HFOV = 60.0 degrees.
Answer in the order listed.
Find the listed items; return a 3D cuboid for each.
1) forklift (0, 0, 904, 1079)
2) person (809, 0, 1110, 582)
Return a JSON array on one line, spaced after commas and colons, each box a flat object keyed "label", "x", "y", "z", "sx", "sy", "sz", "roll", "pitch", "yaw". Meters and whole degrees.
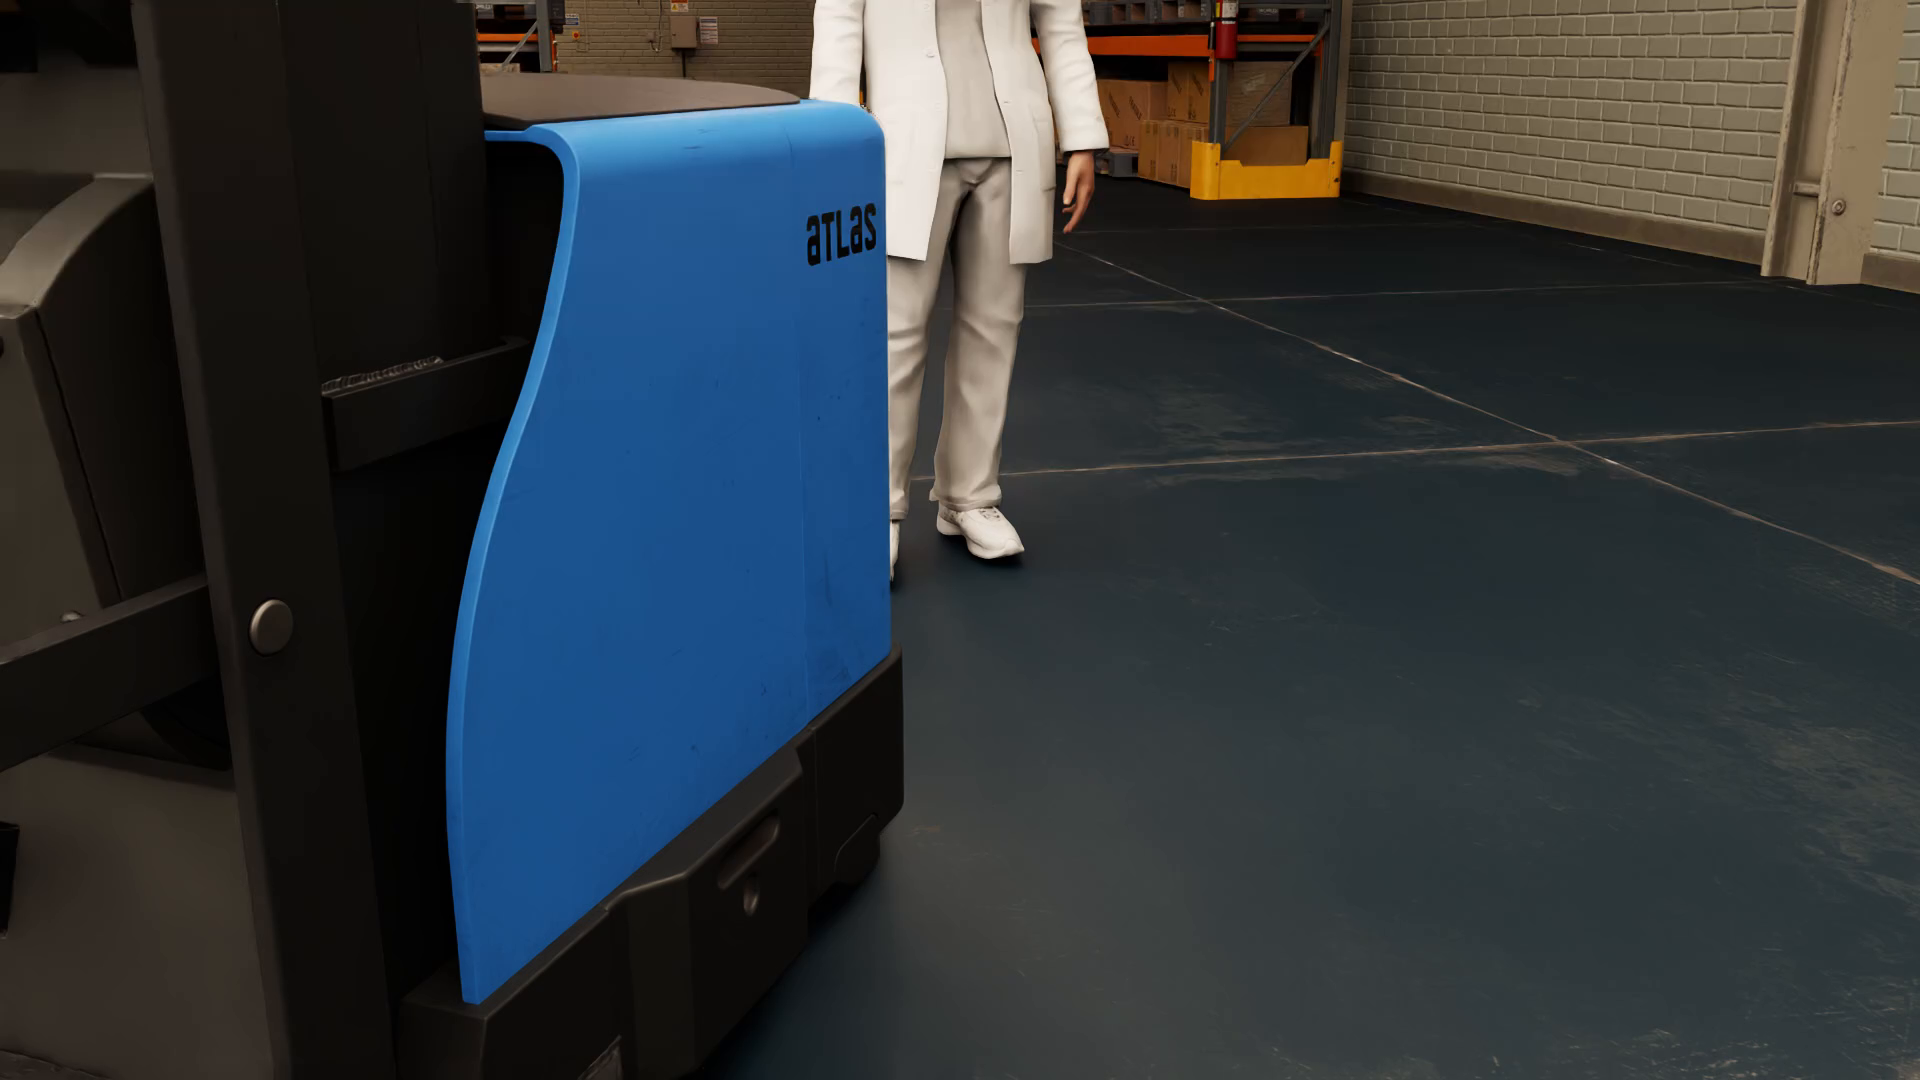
[{"label": "forklift", "x": -1.072, "y": -0.615, "z": 0.936, "sx": 1.130, "sy": 2.935, "sz": 3.031, "roll": 6, "pitch": 18, "yaw": 19}, {"label": "person", "x": 0.016, "y": -0.834, "z": 3.675, "sx": 0.696, "sy": 1.775, "sz": 0.581, "roll": -4, "pitch": 17, "yaw": -12}]
